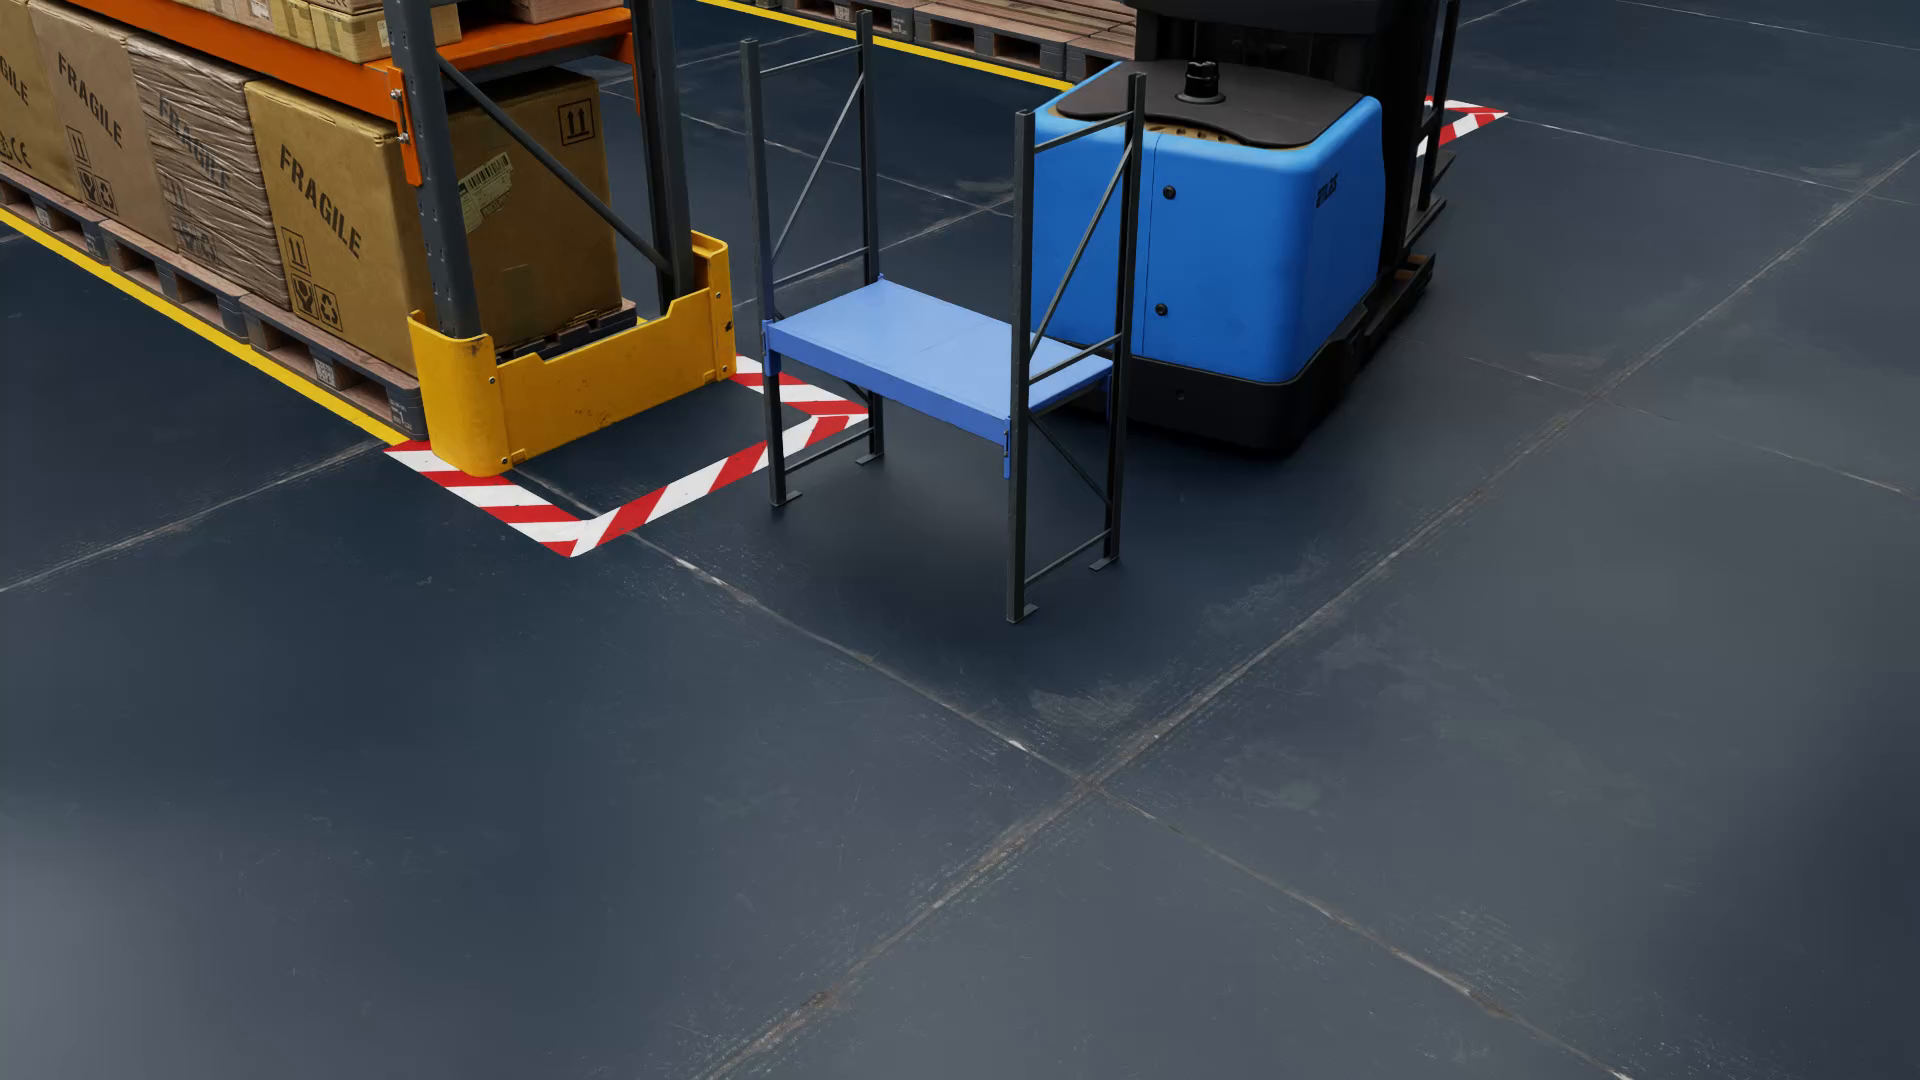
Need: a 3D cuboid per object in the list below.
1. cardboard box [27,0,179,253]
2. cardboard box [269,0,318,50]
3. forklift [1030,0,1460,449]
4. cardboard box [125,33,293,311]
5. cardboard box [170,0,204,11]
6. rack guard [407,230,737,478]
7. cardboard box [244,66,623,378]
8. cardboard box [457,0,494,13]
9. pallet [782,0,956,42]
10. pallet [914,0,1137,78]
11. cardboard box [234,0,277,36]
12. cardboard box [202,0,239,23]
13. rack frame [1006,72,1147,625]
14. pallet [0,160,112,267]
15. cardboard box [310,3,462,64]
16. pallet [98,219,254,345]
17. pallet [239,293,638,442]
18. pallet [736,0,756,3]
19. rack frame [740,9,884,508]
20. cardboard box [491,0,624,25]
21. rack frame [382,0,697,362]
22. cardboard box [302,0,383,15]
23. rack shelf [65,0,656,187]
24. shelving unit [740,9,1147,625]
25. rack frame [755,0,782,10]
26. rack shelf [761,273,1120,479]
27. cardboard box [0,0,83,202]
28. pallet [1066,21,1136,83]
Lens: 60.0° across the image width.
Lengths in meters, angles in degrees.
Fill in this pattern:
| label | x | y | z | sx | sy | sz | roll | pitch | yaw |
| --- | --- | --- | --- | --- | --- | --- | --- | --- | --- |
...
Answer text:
| label | x | y | z | sx | sy | sz | roll | pitch | yaw |
| --- | --- | --- | --- | --- | --- | --- | --- | --- | --- |
| cardboard box | -3.220 | -1.856 | 7.077 | 0.875 | 0.875 | 0.875 | 25 | 39 | 35 |
| cardboard box | -2.036 | -1.751 | 5.494 | 0.250 | 0.149 | 0.380 | 25 | 39 | 36 |
| forklift | 1.333 | -2.298 | 6.225 | 1.130 | 2.935 | 3.031 | 15 | 34 | 24 |
| cardboard box | -2.560 | -1.547 | 6.565 | 0.875 | 0.875 | 0.875 | 25 | 39 | 35 |
| cardboard box | -2.600 | -2.015 | 5.932 | 0.250 | 0.149 | 0.380 | 24 | 39 | 34 |
| rack guard | -1.339 | -0.693 | 5.916 | 0.348 | 0.500 | 1.175 | 25 | 39 | 35 |
| cardboard box | -1.885 | -1.233 | 6.042 | 0.875 | 0.875 | 0.875 | 25 | 39 | 35 |
| cardboard box | -1.590 | -2.002 | 5.910 | 0.250 | 0.149 | 0.380 | 24 | 39 | 34 |
| pallet | -0.428 | -3.616 | 11.052 | 1.213 | 0.211 | 1.003 | 25 | 39 | 35 |
| pallet | 0.481 | -3.194 | 10.351 | 1.213 | 0.211 | 1.003 | 25 | 39 | 35 |
| cardboard box | -2.222 | -1.839 | 5.640 | 0.250 | 0.149 | 0.380 | 25 | 39 | 35 |
| cardboard box | -2.407 | -1.925 | 5.784 | 0.250 | 0.149 | 0.380 | 26 | 40 | 36 |
| rack frame | 0.314 | -0.496 | 4.620 | 0.032 | 1.500 | 0.500 | 25 | 39 | 35 |
| pallet | -3.812 | -1.669 | 7.817 | 1.213 | 0.211 | 1.003 | 25 | 39 | 35 |
| cardboard box | -1.842 | -1.662 | 5.346 | 0.250 | 0.149 | 0.380 | 26 | 40 | 36 |
| pallet | -2.903 | -1.246 | 7.116 | 1.213 | 0.211 | 1.003 | 25 | 39 | 35 |
| pallet | -2.002 | -0.824 | 6.414 | 1.213 | 0.211 | 1.003 | 25 | 39 | 35 |
| pallet | -1.543 | -4.139 | 11.920 | 1.213 | 0.211 | 1.003 | 25 | 39 | 35 |
| rack frame | -0.440 | -0.848 | 5.204 | 0.032 | 1.500 | 0.500 | 25 | 39 | 35 |
| cardboard box | -1.399 | -1.913 | 5.764 | 0.250 | 0.149 | 0.380 | 26 | 39 | 36 |
| rack frame | -1.357 | -1.772 | 5.285 | 0.127 | 3.000 | 1.000 | 25 | 39 | 35 |
| cardboard box | -1.895 | -1.901 | 5.357 | 0.500 | 0.250 | 0.500 | 24 | 39 | 34 |
| rack shelf | -2.840 | -2.156 | 6.621 | 4.000 | 0.370 | 1.077 | 25 | 39 | 35 |
| shelving unit | -0.063 | -0.672 | 4.912 | 1.048 | 1.500 | 0.538 | 25 | 39 | 35 |
| rack frame | -0.999 | -5.050 | 10.731 | 0.127 | 3.000 | 1.000 | 25 | 39 | 35 |
| rack shelf | -0.063 | -0.518 | 5.005 | 1.000 | 0.185 | 0.538 | 25 | 39 | 35 |
| cardboard box | -3.887 | -2.167 | 7.594 | 0.875 | 0.875 | 0.875 | 25 | 39 | 35 |
| pallet | 1.381 | -2.772 | 9.649 | 1.213 | 0.211 | 1.003 | 25 | 39 | 35 |
